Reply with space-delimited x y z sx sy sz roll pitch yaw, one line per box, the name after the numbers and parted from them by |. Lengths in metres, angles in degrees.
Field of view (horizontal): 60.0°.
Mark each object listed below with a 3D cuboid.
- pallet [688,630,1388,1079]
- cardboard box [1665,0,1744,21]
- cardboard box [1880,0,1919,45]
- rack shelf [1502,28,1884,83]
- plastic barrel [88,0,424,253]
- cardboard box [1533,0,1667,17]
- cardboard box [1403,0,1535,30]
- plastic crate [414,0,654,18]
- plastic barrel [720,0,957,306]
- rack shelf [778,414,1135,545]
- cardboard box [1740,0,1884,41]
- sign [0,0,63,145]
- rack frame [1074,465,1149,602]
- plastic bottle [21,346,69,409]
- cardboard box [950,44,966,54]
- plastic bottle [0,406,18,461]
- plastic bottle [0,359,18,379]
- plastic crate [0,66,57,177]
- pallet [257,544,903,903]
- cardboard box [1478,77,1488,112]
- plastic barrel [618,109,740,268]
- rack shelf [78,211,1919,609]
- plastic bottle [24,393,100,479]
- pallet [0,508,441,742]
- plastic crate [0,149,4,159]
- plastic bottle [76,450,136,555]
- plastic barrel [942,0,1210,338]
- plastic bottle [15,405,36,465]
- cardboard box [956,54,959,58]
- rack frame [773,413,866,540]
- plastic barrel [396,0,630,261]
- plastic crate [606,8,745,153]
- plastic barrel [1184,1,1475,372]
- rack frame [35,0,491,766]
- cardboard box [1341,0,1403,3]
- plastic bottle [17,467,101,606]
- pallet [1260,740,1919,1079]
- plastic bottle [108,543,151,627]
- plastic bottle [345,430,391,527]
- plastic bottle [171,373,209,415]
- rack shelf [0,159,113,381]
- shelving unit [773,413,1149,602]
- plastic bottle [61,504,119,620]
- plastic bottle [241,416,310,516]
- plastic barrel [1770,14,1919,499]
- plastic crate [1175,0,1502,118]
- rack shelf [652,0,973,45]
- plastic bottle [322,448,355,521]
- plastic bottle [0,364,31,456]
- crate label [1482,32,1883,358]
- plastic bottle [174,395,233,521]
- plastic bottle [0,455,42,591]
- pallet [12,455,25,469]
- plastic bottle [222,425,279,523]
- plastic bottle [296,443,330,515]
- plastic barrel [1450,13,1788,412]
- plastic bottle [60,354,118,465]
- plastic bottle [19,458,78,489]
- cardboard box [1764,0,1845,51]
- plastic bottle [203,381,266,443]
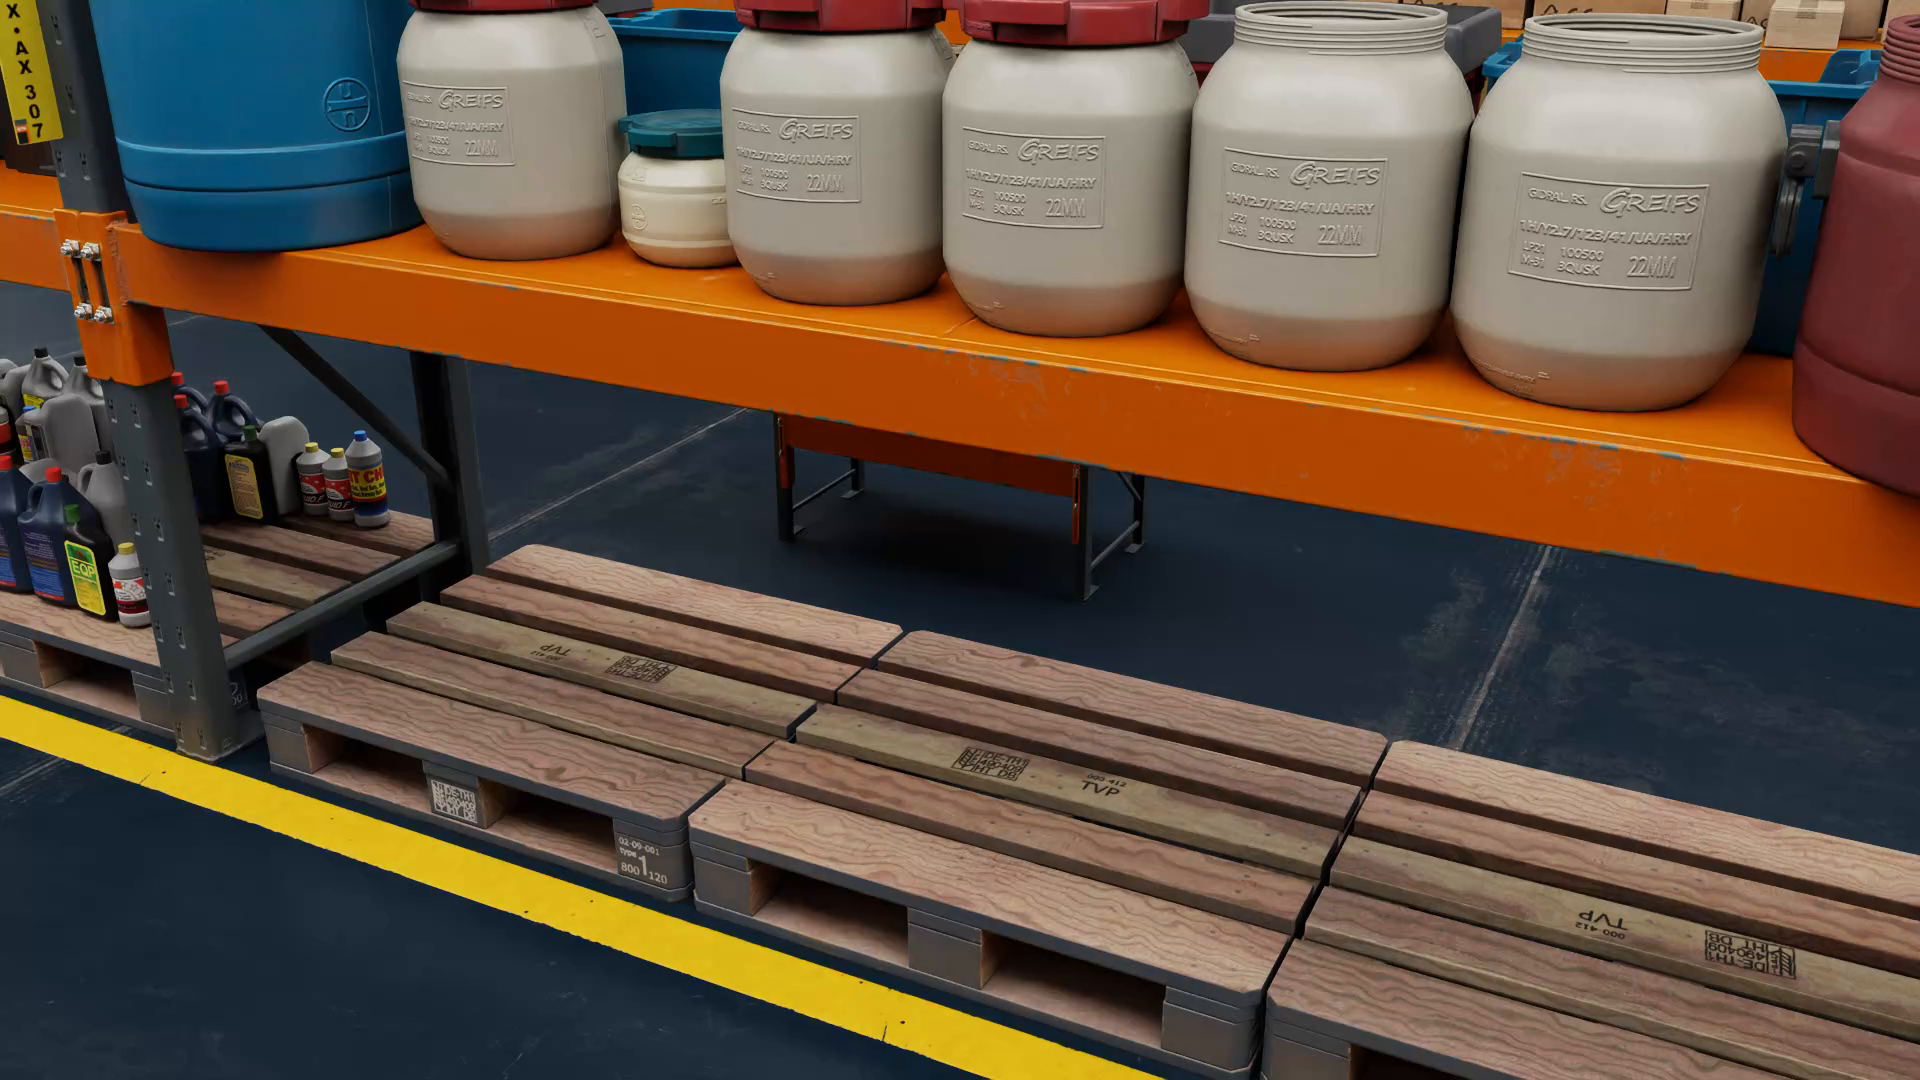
0.197 0.599 3.572 1.213 0.211 1.003 11 25 25 | pallet
3.030 -2.137 6.764 0.250 0.149 0.380 13 26 28 | cardboard box
3.889 -2.086 6.436 0.500 0.311 0.500 13 26 28 | cardboard box
2.409 -2.069 7.202 4.000 0.370 1.077 11 25 25 | rack shelf
-1.406 -1.081 3.318 0.708 0.901 0.600 11 25 25 | plastic barrel
2.689 -2.384 6.895 0.500 0.500 0.500 10 25 22 | cardboard box
2.219 -2.477 7.113 0.500 0.500 0.500 11 25 25 | cardboard box
-1.044 -1.075 3.863 0.583 0.464 0.402 11 25 25 | plastic crate
-0.204 -0.712 2.917 0.433 0.535 0.433 0 23 0 | plastic barrel
0.006 -0.291 5.123 1.000 0.278 0.538 11 25 25 | rack shelf
3.483 -2.232 6.779 0.500 0.311 0.500 11 25 24 | cardboard box
-1.872 -0.961 3.324 0.005 0.325 0.100 11 25 25 | sign
0.460 -0.427 4.816 0.032 1.125 0.500 11 25 25 | rack frame
-2.861 -0.436 5.266 0.185 0.351 0.144 12 26 27 | plastic bottle
-0.137 -4.002 13.702 0.500 0.311 0.500 8 24 19 | cardboard box
-3.050 -0.349 5.251 0.097 0.201 0.097 0 23 0 | plastic bottle
-3.134 -0.454 5.404 0.135 0.276 0.152 11 26 25 | plastic bottle
-2.024 -1.133 4.160 0.504 0.338 0.767 11 25 25 | plastic crate
-0.896 0.384 4.077 1.213 0.211 1.003 11 25 25 | pallet
4.004 -3.339 11.900 0.500 0.500 0.700 11 25 24 | cardboard box
-0.502 -0.673 3.177 0.301 0.262 0.301 0 23 0 | plastic barrel
0.171 -0.340 3.136 4.000 0.370 1.077 11 25 25 | rack shelf
-2.739 -0.313 5.071 0.135 0.276 0.152 11 25 25 | plastic bottle
-2.195 0.126 4.684 1.213 0.211 1.003 11 25 25 | pallet
-2.724 -1.056 4.091 0.616 0.251 0.499 11 25 25 | plastic crate
-2.254 -0.071 4.407 0.185 0.351 0.144 11 25 25 | plastic bottle
0.182 -0.635 2.737 0.433 0.535 0.433 0 23 0 | plastic barrel
-2.876 -0.318 5.178 0.097 0.201 0.097 0 23 0 | plastic bottle
-0.098 -2.303 8.852 0.500 0.500 0.500 11 25 25 | cardboard box
-0.448 -0.606 5.238 0.032 1.125 0.500 11 25 25 | rack frame
-0.859 -0.841 3.222 0.433 0.535 0.433 0 23 0 | plastic barrel
-0.489 -0.931 3.626 0.575 0.384 0.392 11 25 25 | plastic crate
0.565 -0.551 2.570 0.421 0.512 0.421 0 23 0 | plastic barrel
-1.614 -1.024 3.826 0.127 3.000 1.000 11 25 25 | rack frame
1.772 -2.565 7.321 0.500 0.500 0.500 13 26 28 | cardboard box
-2.319 -0.021 4.289 0.185 0.351 0.144 10 25 23 | plastic bottle
1.282 0.815 3.064 1.213 0.211 1.003 11 25 25 | pallet
-2.078 0.106 4.182 0.097 0.201 0.097 0 23 0 | plastic bottle
-1.701 -0.181 4.766 0.097 0.271 0.097 0 23 0 | plastic bottle
-2.316 -0.329 5.012 0.185 0.351 0.144 10 25 22 | plastic bottle
-3.399 -1.046 4.797 4.000 0.370 1.077 11 25 25 | rack shelf
0.006 -0.516 5.027 1.048 1.125 0.538 11 25 25 | shelving unit
-2.192 0.054 4.200 0.133 0.283 0.061 13 26 27 | plastic bottle
-2.002 -0.230 4.877 0.135 0.276 0.152 12 26 26 | plastic bottle
1.405 -0.357 2.082 0.708 0.536 0.600 11 25 25 | plastic barrel
0.652 -0.740 3.075 0.583 0.464 0.402 11 25 25 | plastic crate
-1.161 -2.776 8.863 4.000 0.370 1.077 11 25 25 | rack shelf
-1.791 -0.166 4.822 0.097 0.201 0.097 0 23 0 | plastic bottle
-3.011 -0.430 5.346 0.135 0.276 0.152 10 25 23 | plastic bottle
1.191 -0.604 2.793 0.616 0.435 0.502 11 25 25 | crate label
-2.212 -0.245 4.816 0.185 0.351 0.144 11 25 25 | plastic bottle
-2.490 -0.055 4.368 0.185 0.351 0.144 10 25 22 | plastic bottle
-3.287 -0.089 5.190 1.213 0.211 1.003 11 25 25 | pallet
-2.049 -0.196 4.788 0.133 0.283 0.061 11 25 25 | plastic bottle
-1.882 -0.184 4.864 0.097 0.201 0.097 0 23 0 | plastic bottle
0.941 -0.476 2.395 0.421 0.512 0.421 0 23 0 | plastic barrel
-2.695 -0.404 5.189 0.185 0.351 0.144 11 25 24 | plastic bottle
-2.446 -0.076 4.515 0.135 0.276 0.152 11 25 25 | plastic bottle
3.267 -1.994 6.427 0.250 0.149 0.380 11 25 25 | cardboard box
-2.147 -0.295 4.934 0.185 0.351 0.144 12 26 26 | plastic bottle
